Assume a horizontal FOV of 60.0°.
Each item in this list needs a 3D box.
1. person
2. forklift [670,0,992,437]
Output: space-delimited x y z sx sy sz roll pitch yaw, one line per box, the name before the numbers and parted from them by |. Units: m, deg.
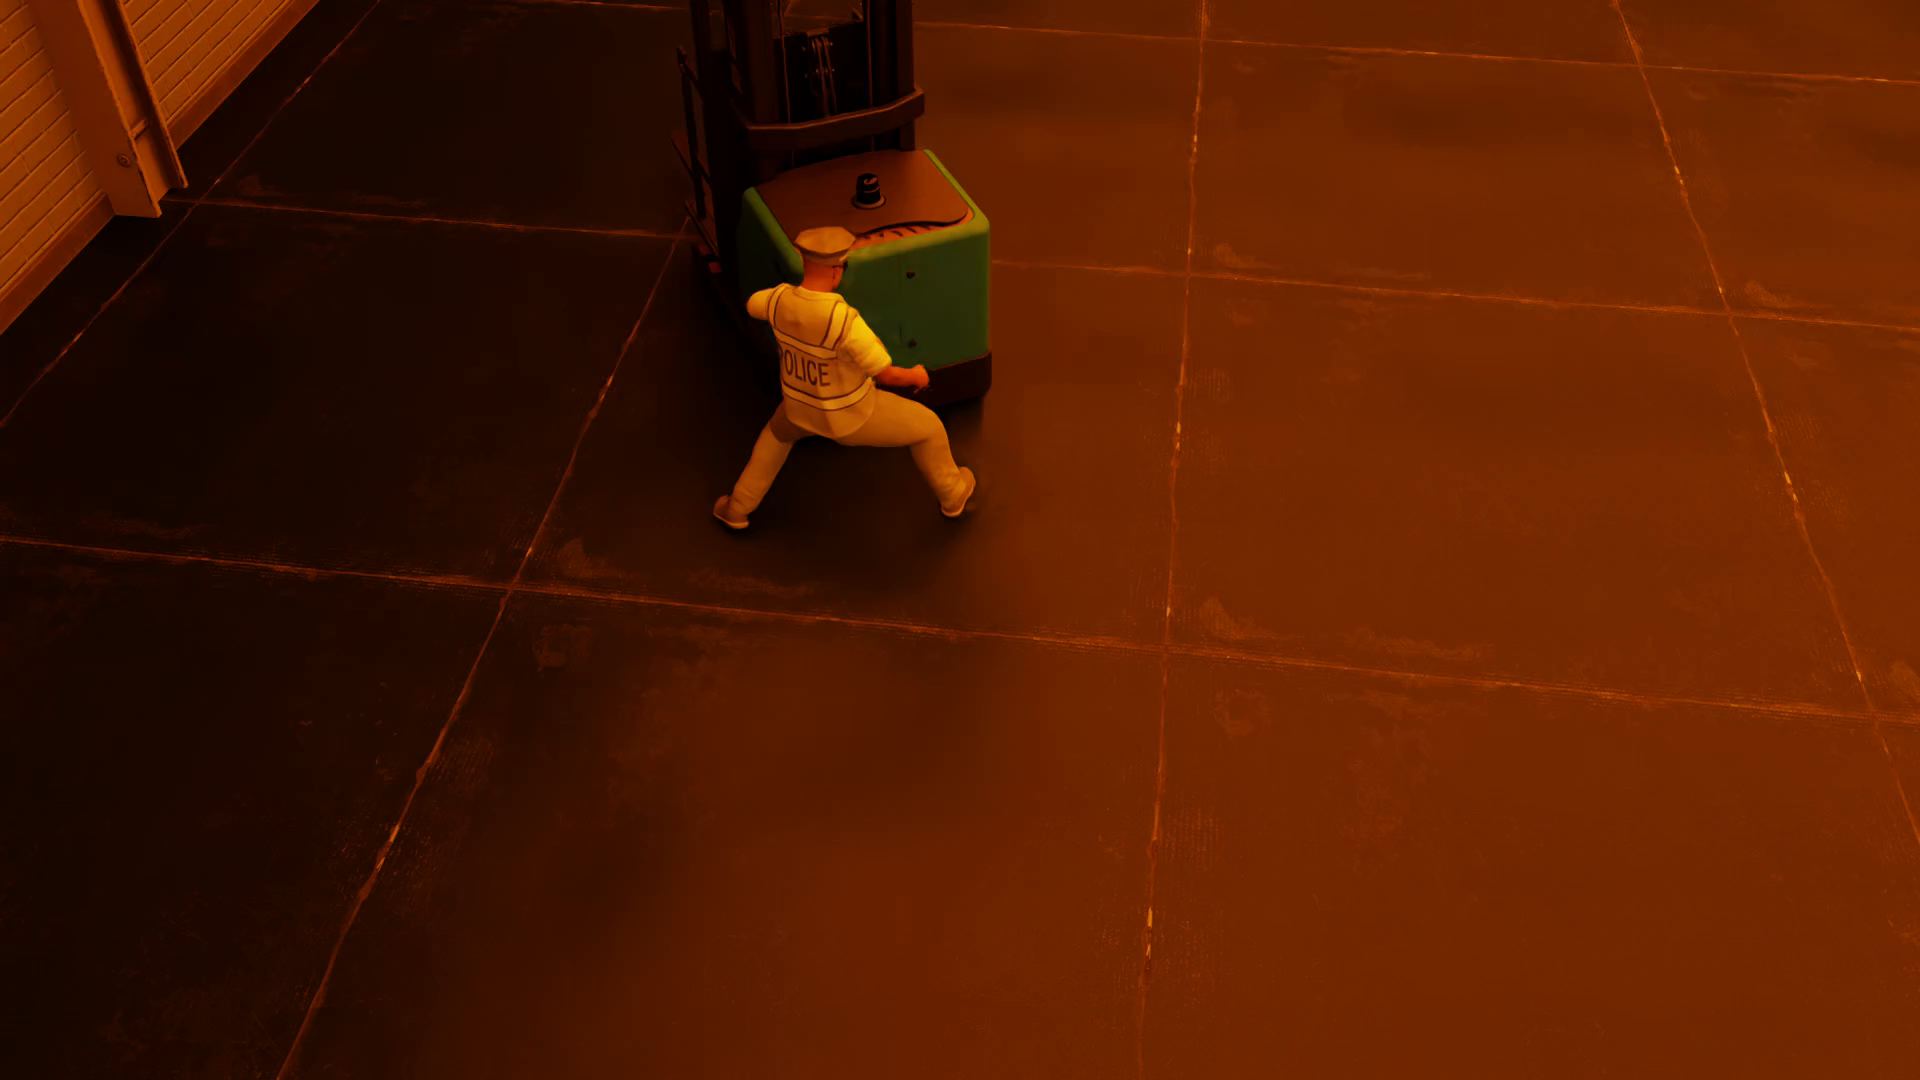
person | -0.562 -0.740 7.573 1.066 1.600 0.966 24 48 24
forklift | -0.888 -2.599 8.554 1.130 2.935 3.031 -16 45 -17
